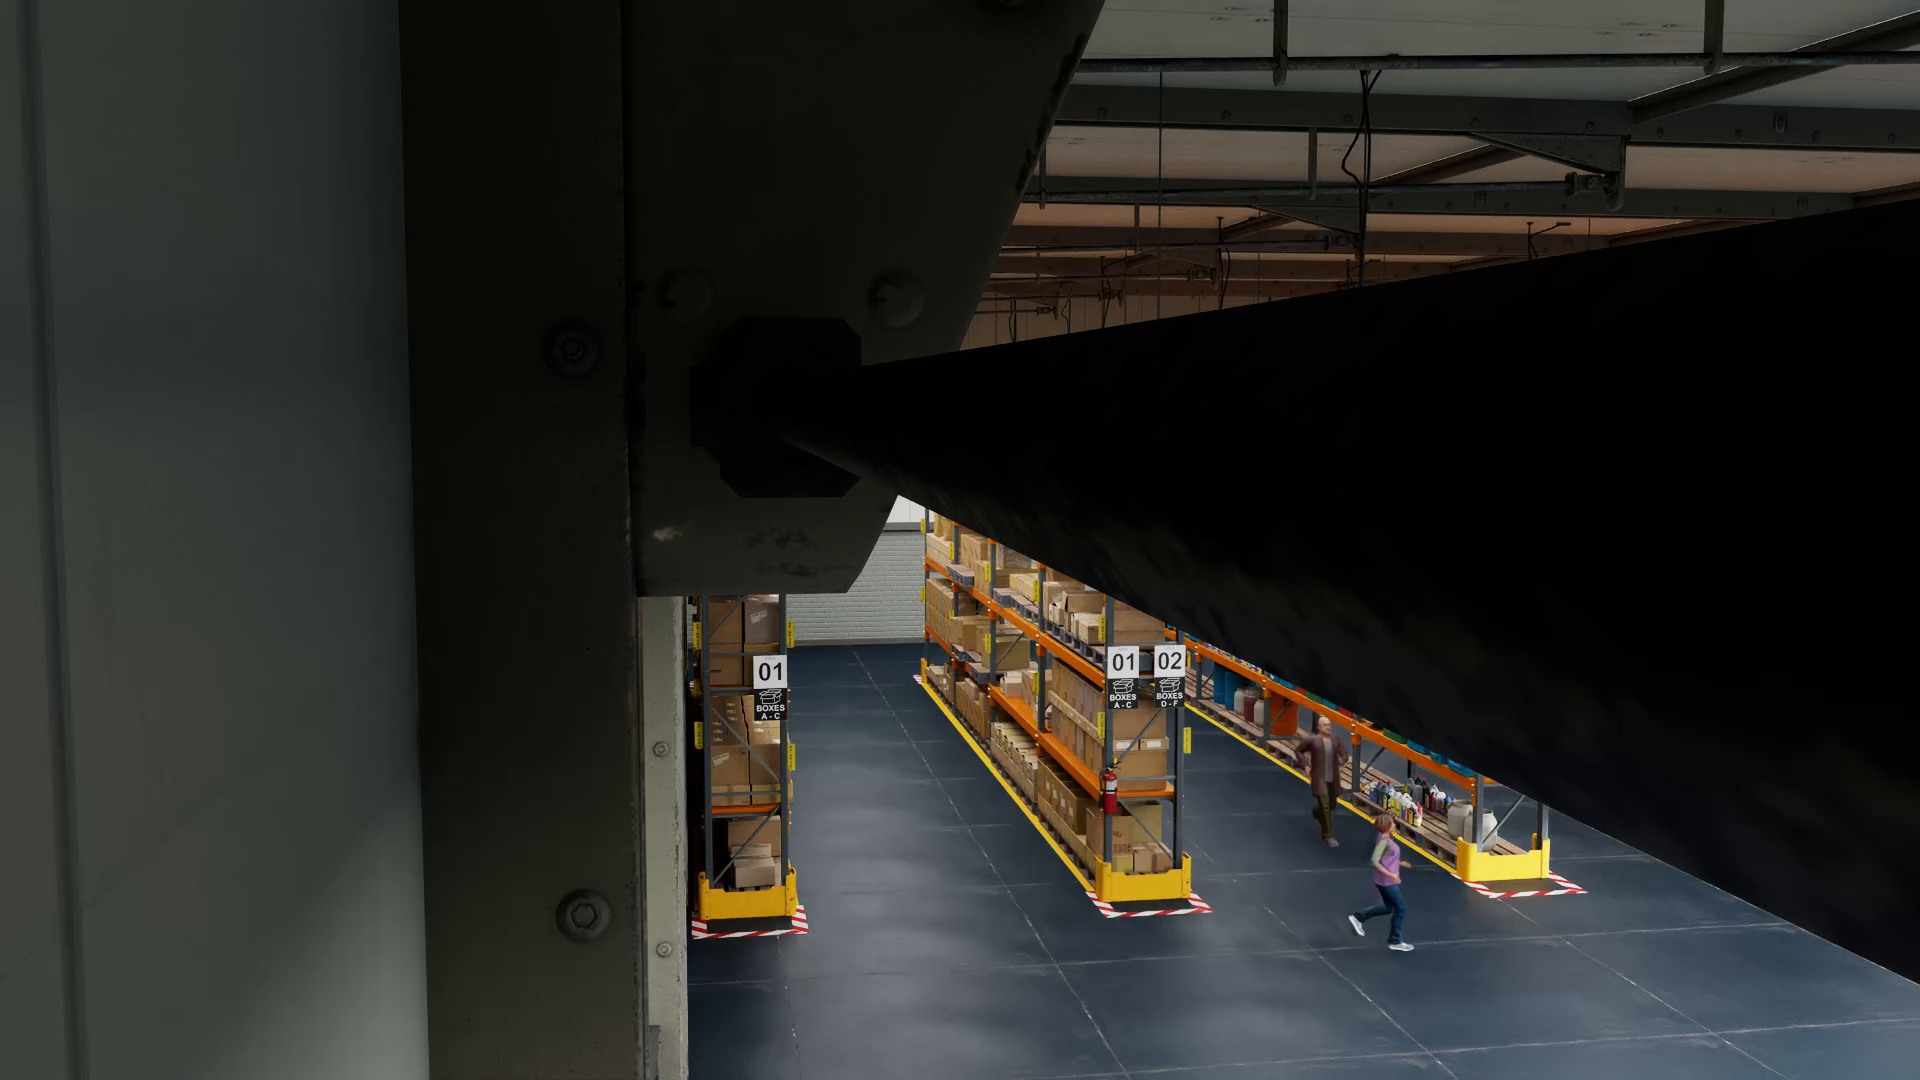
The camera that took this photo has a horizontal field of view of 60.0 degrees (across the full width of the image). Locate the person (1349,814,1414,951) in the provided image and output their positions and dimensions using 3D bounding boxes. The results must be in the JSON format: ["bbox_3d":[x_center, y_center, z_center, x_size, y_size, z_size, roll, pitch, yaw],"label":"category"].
[{"bbox_3d":[4.807,3.886,18.922,0.730,1.560,0.546,1,5,14],"label":"person"}]

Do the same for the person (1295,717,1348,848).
[{"bbox_3d":[5.140,3.372,23.434,0.713,1.754,0.979,-1,5,-14],"label":"person"}]
